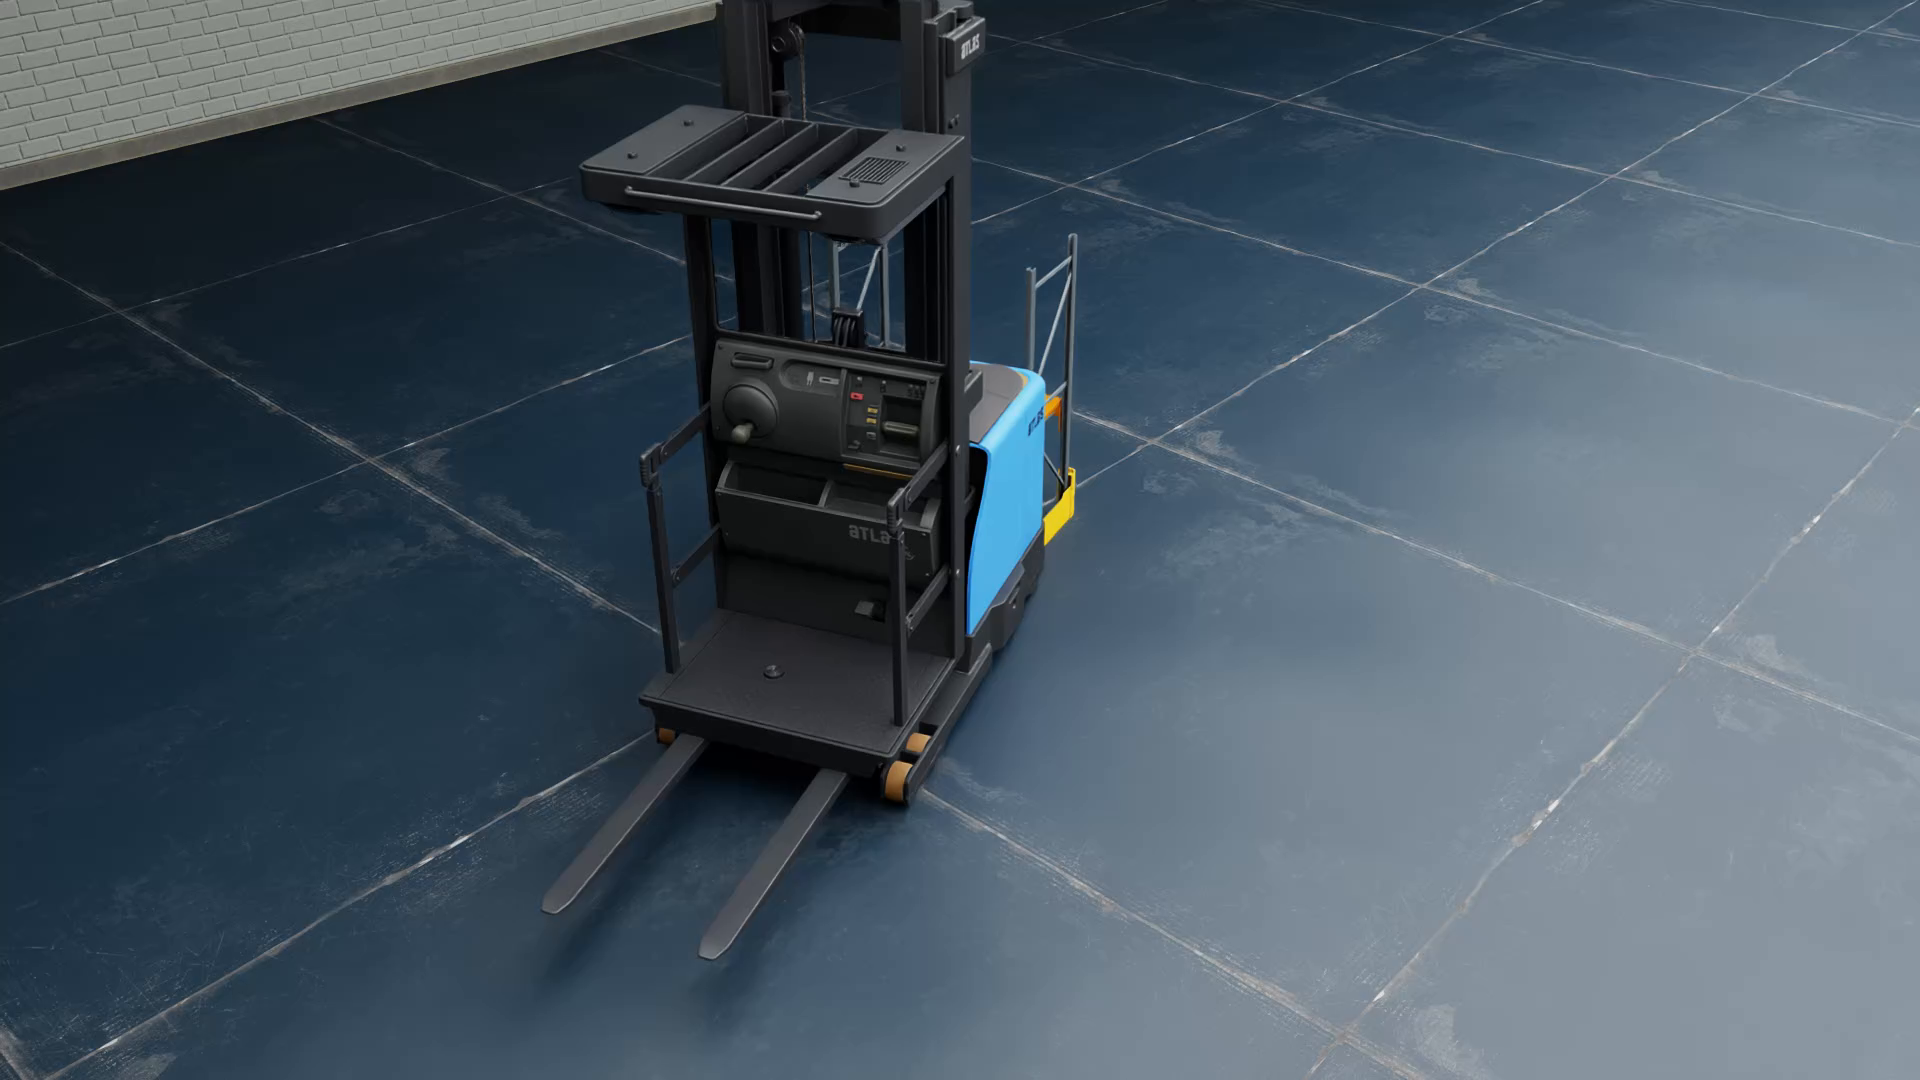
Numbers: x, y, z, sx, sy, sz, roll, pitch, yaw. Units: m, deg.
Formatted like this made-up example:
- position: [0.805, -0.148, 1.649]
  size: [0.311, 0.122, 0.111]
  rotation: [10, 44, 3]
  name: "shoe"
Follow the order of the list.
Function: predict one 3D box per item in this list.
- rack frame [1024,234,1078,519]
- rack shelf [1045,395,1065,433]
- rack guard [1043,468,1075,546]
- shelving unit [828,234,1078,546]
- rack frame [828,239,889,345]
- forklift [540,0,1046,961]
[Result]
- position: [0.417, -0.657, 7.887]
  size: [0.032, 1.500, 0.500]
  rotation: [15, 34, 23]
  name: "rack frame"
- position: [-0.035, -0.623, 8.179]
  size: [1.000, 0.185, 0.538]
  rotation: [15, 34, 23]
  name: "rack shelf"
- position: [0.416, -0.122, 8.210]
  size: [0.087, 0.250, 0.587]
  rotation: [15, 34, 23]
  name: "rack guard"
- position: [-0.027, -0.775, 8.083]
  size: [1.083, 1.500, 0.587]
  rotation: [15, 34, 23]
  name: "shelving unit"
- position: [-0.487, -0.897, 8.286]
  size: [0.032, 1.500, 0.500]
  rotation: [15, 34, 23]
  name: "rack frame"
- position: [-0.597, -0.464, 6.179]
  size: [1.130, 2.935, 3.031]
  rotation: [11, 33, 18]
  name: "forklift"
